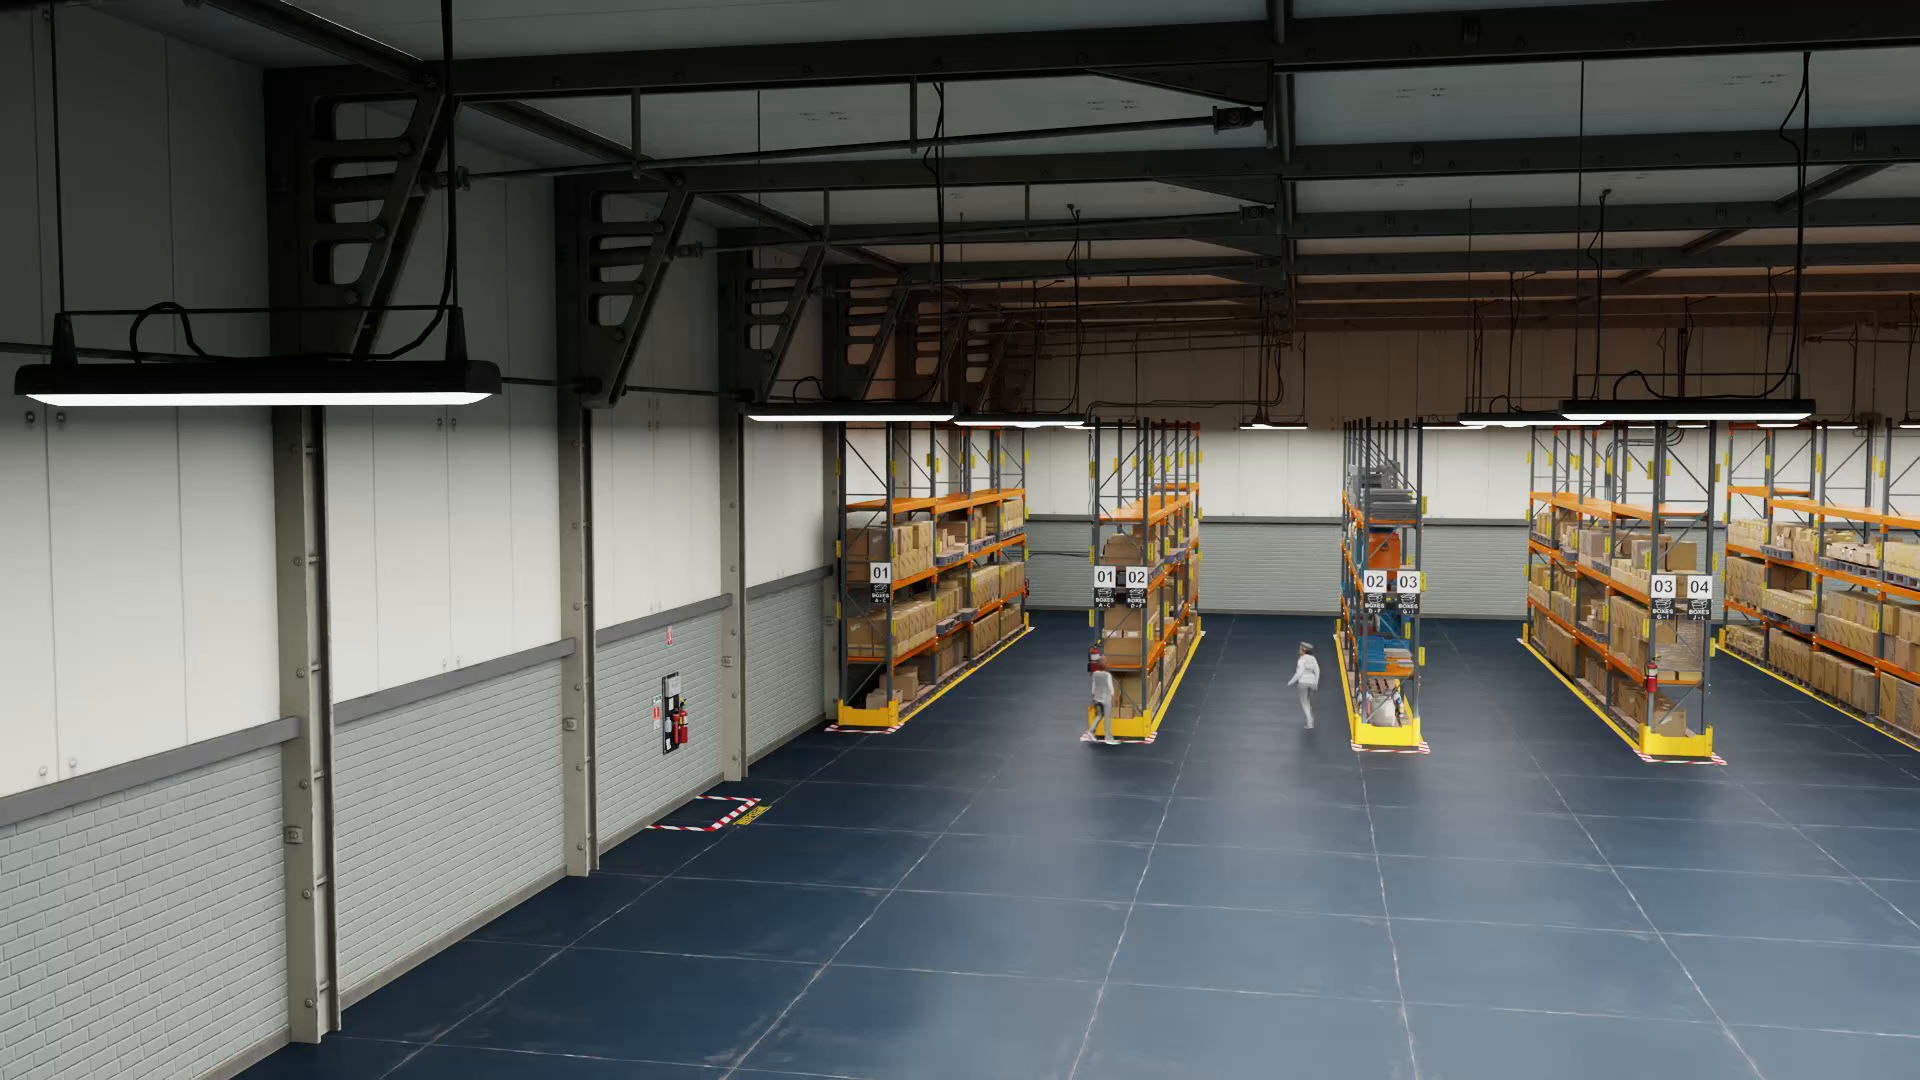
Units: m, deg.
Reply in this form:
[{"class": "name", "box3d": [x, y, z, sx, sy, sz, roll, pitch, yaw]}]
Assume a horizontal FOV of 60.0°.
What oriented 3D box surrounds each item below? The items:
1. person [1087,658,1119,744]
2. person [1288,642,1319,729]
[{"class": "person", "box3d": [2.624, 2.977, 30.484, 0.483, 1.560, 0.502, 4, 5, 44]}, {"class": "person", "box3d": [6.712, 2.835, 32.199, 0.567, 1.734, 0.524, -2, 4, -22]}]
